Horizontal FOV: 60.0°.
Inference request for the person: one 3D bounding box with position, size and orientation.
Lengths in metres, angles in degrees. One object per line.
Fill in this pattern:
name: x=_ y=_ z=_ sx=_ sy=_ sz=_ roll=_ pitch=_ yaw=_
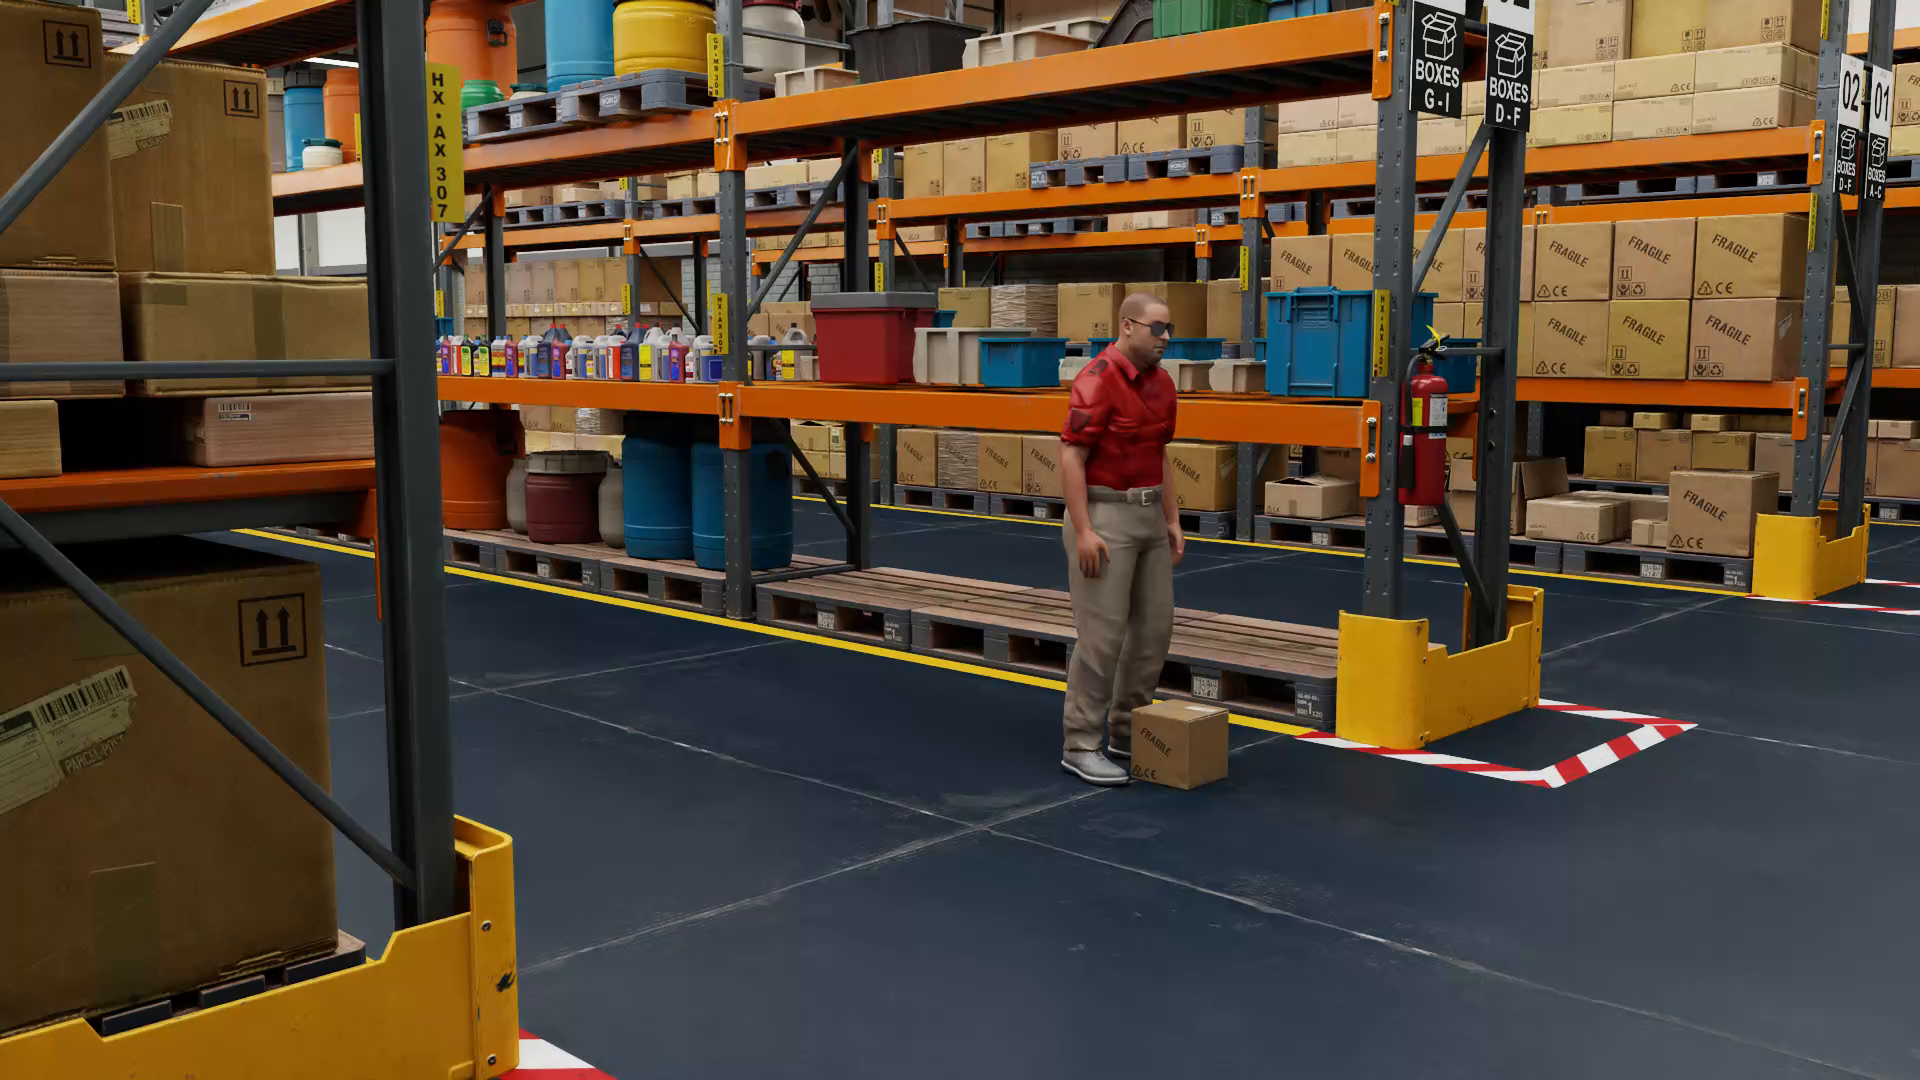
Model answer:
person: x=0.598 y=-0.027 z=6.024 sx=0.392 sy=1.727 sz=0.585 roll=7 pitch=10 yaw=44
